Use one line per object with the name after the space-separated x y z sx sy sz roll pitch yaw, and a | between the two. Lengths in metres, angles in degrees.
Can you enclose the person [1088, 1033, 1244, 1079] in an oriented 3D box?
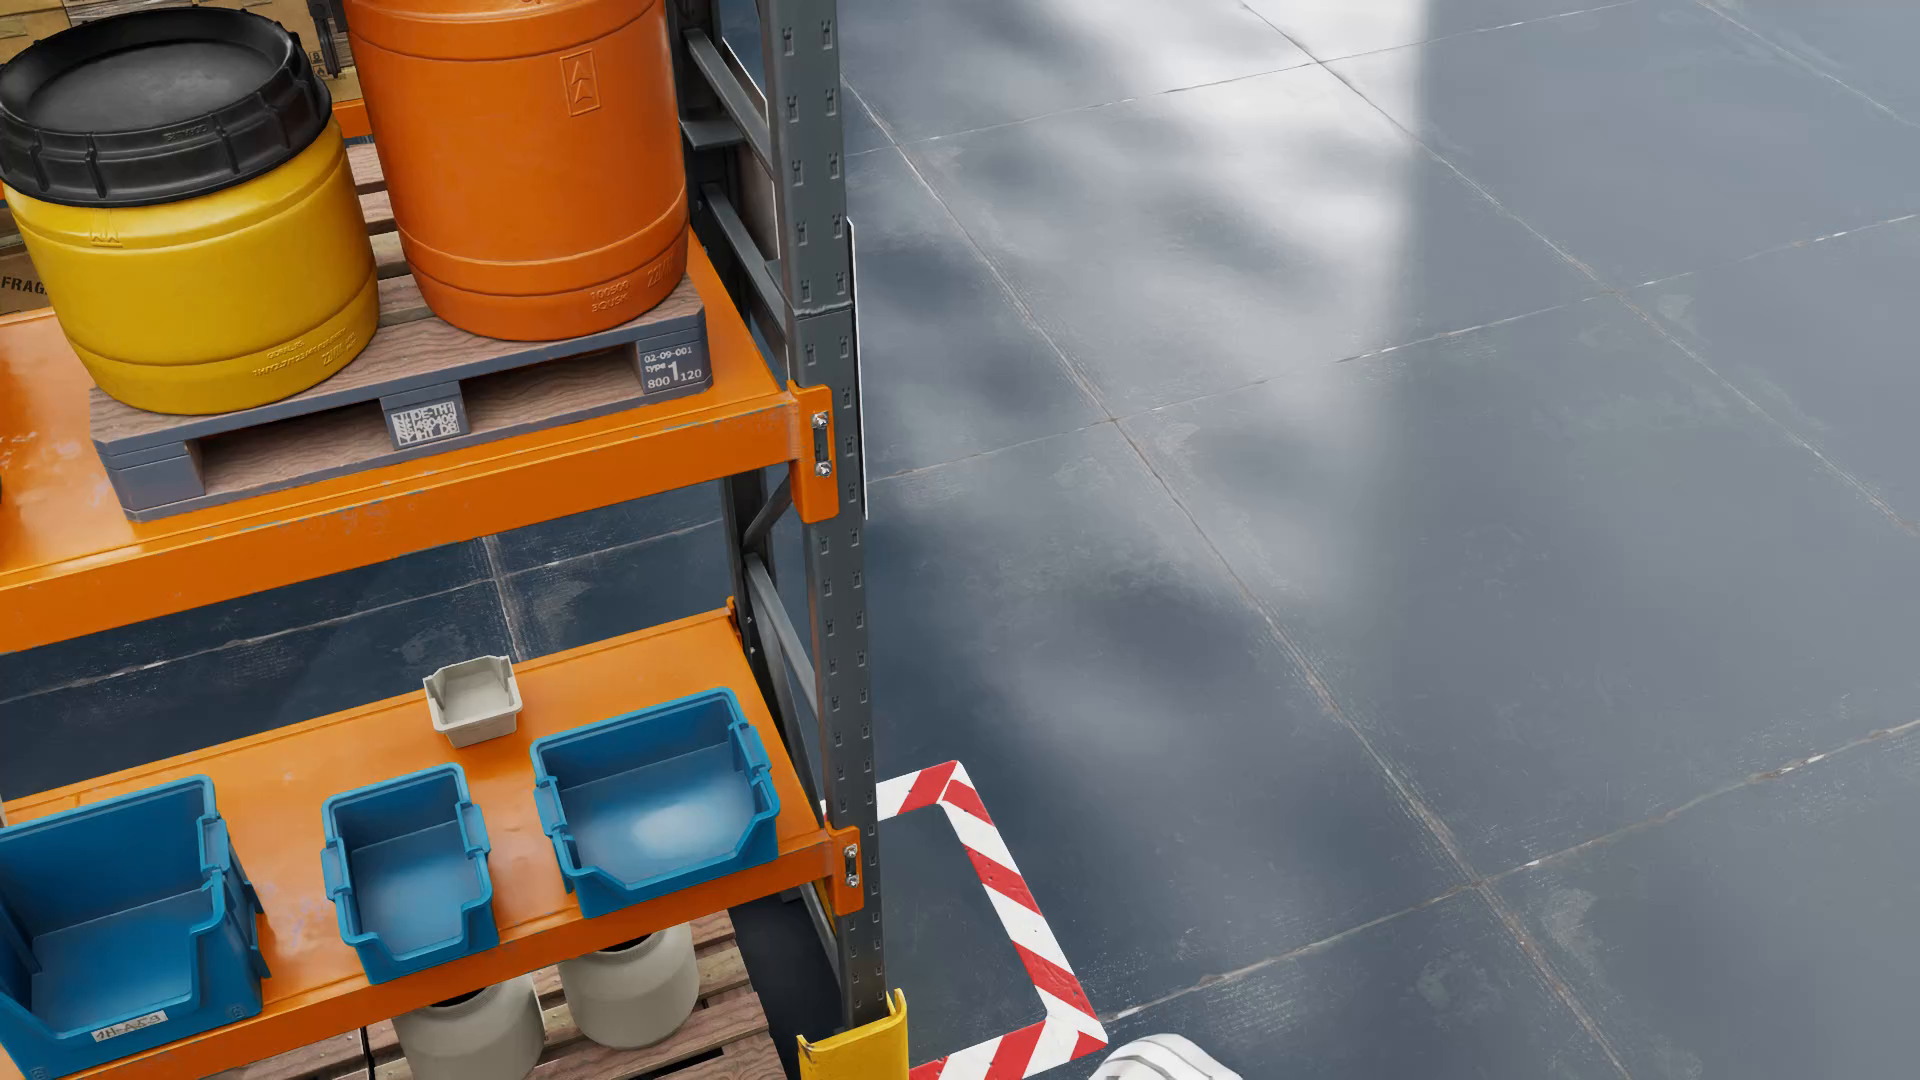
0.403 1.904 4.566 0.544 1.007 1.026 31 50 30 | person
